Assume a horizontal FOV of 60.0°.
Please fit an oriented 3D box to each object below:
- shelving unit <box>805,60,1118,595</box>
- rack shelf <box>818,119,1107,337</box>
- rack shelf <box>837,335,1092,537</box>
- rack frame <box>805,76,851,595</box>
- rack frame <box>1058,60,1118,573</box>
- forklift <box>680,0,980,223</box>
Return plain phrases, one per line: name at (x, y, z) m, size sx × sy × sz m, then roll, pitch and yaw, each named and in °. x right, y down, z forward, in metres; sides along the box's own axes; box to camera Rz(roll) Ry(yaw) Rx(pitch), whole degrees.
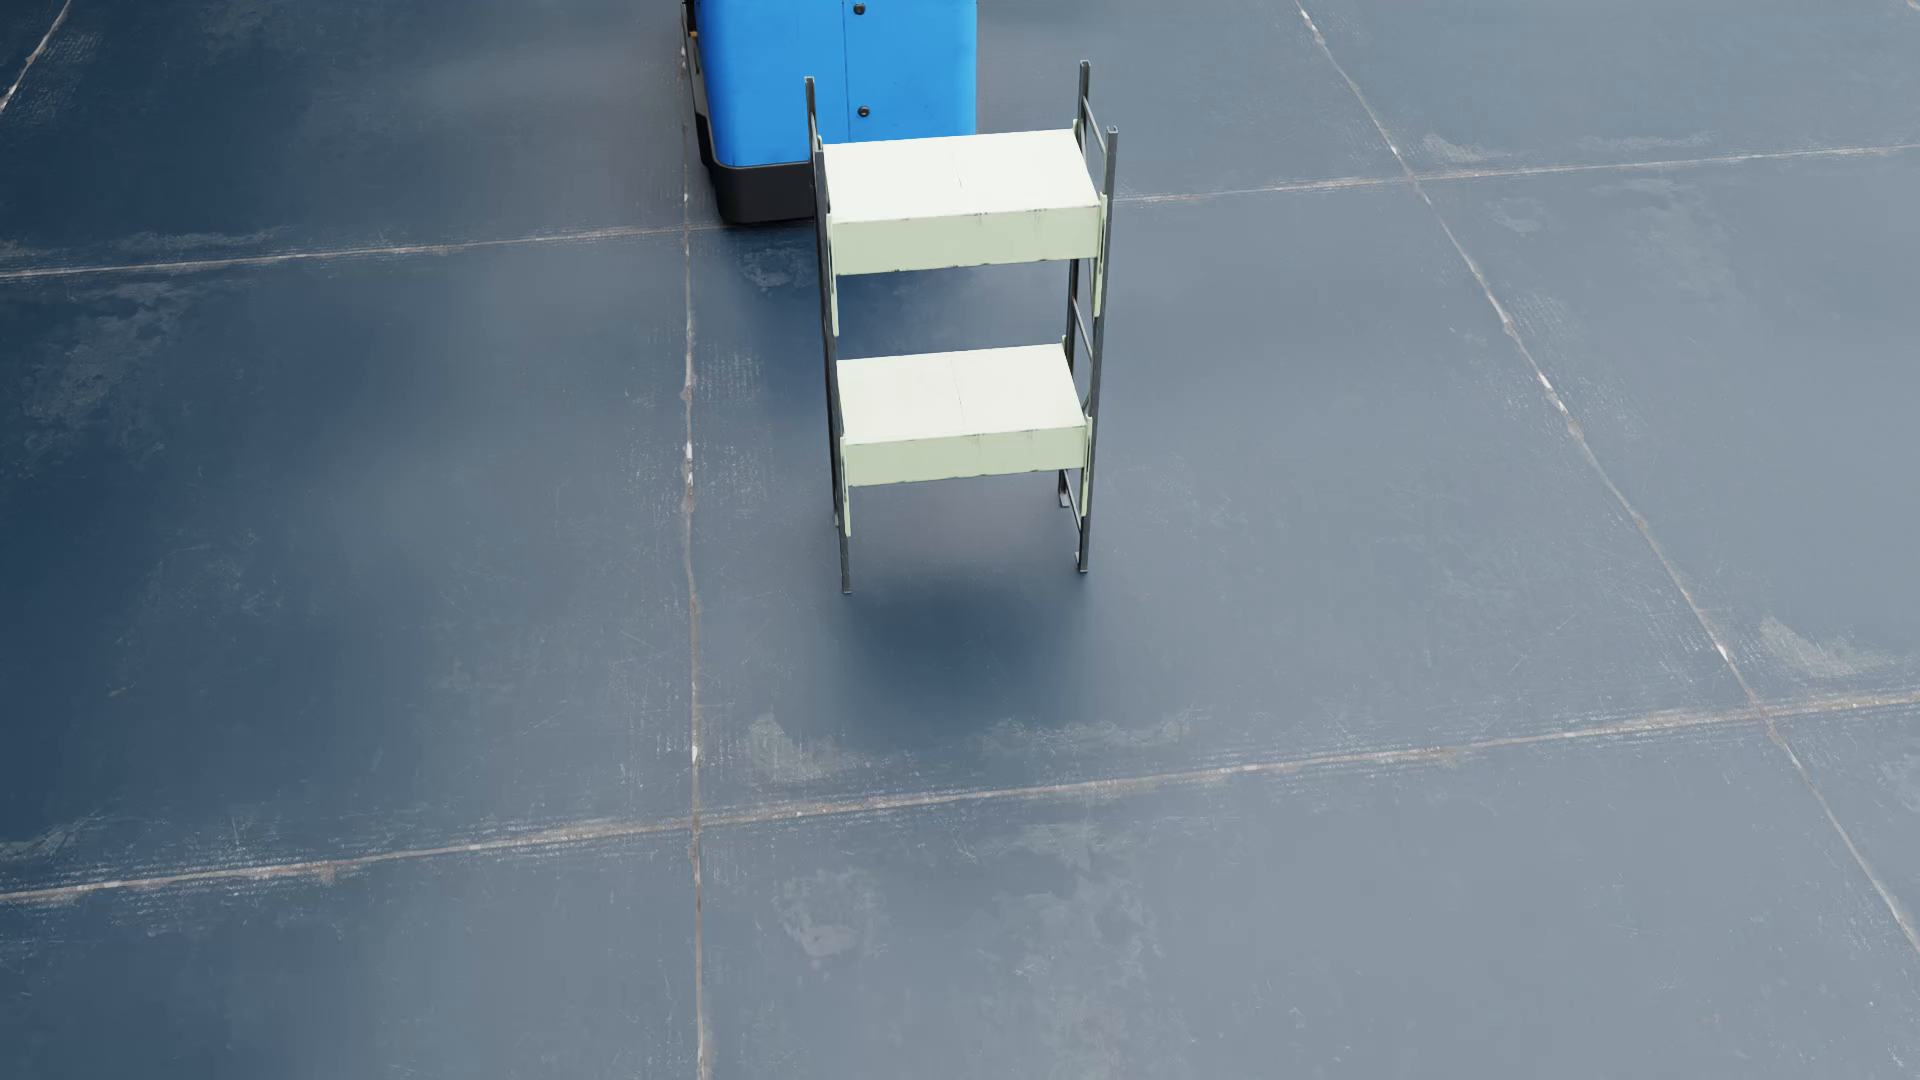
shelving unit at (-0.007, -0.556, 4.747) m, size 0.755 × 1.500 × 0.431 m, roll -5°, pitch 42°, yaw -6°
rack shelf at (-0.007, -0.846, 4.486) m, size 0.720 × 0.370 × 0.431 m, roll -5°, pitch 42°, yaw -6°
rack shelf at (-0.007, -0.314, 4.965) m, size 0.720 × 0.370 × 0.431 m, roll -5°, pitch 42°, yaw -6°
rack frame at (-0.370, -0.525, 4.712) m, size 0.023 × 1.500 × 0.400 m, roll -5°, pitch 42°, yaw -6°
rack frame at (0.356, -0.588, 4.782) m, size 0.023 × 1.500 × 0.400 m, roll -5°, pitch 42°, yaw -6°
forklift at (-0.699, -3.326, 6.749) m, size 1.130 × 2.935 × 3.031 m, roll -7°, pitch 43°, yaw -8°
